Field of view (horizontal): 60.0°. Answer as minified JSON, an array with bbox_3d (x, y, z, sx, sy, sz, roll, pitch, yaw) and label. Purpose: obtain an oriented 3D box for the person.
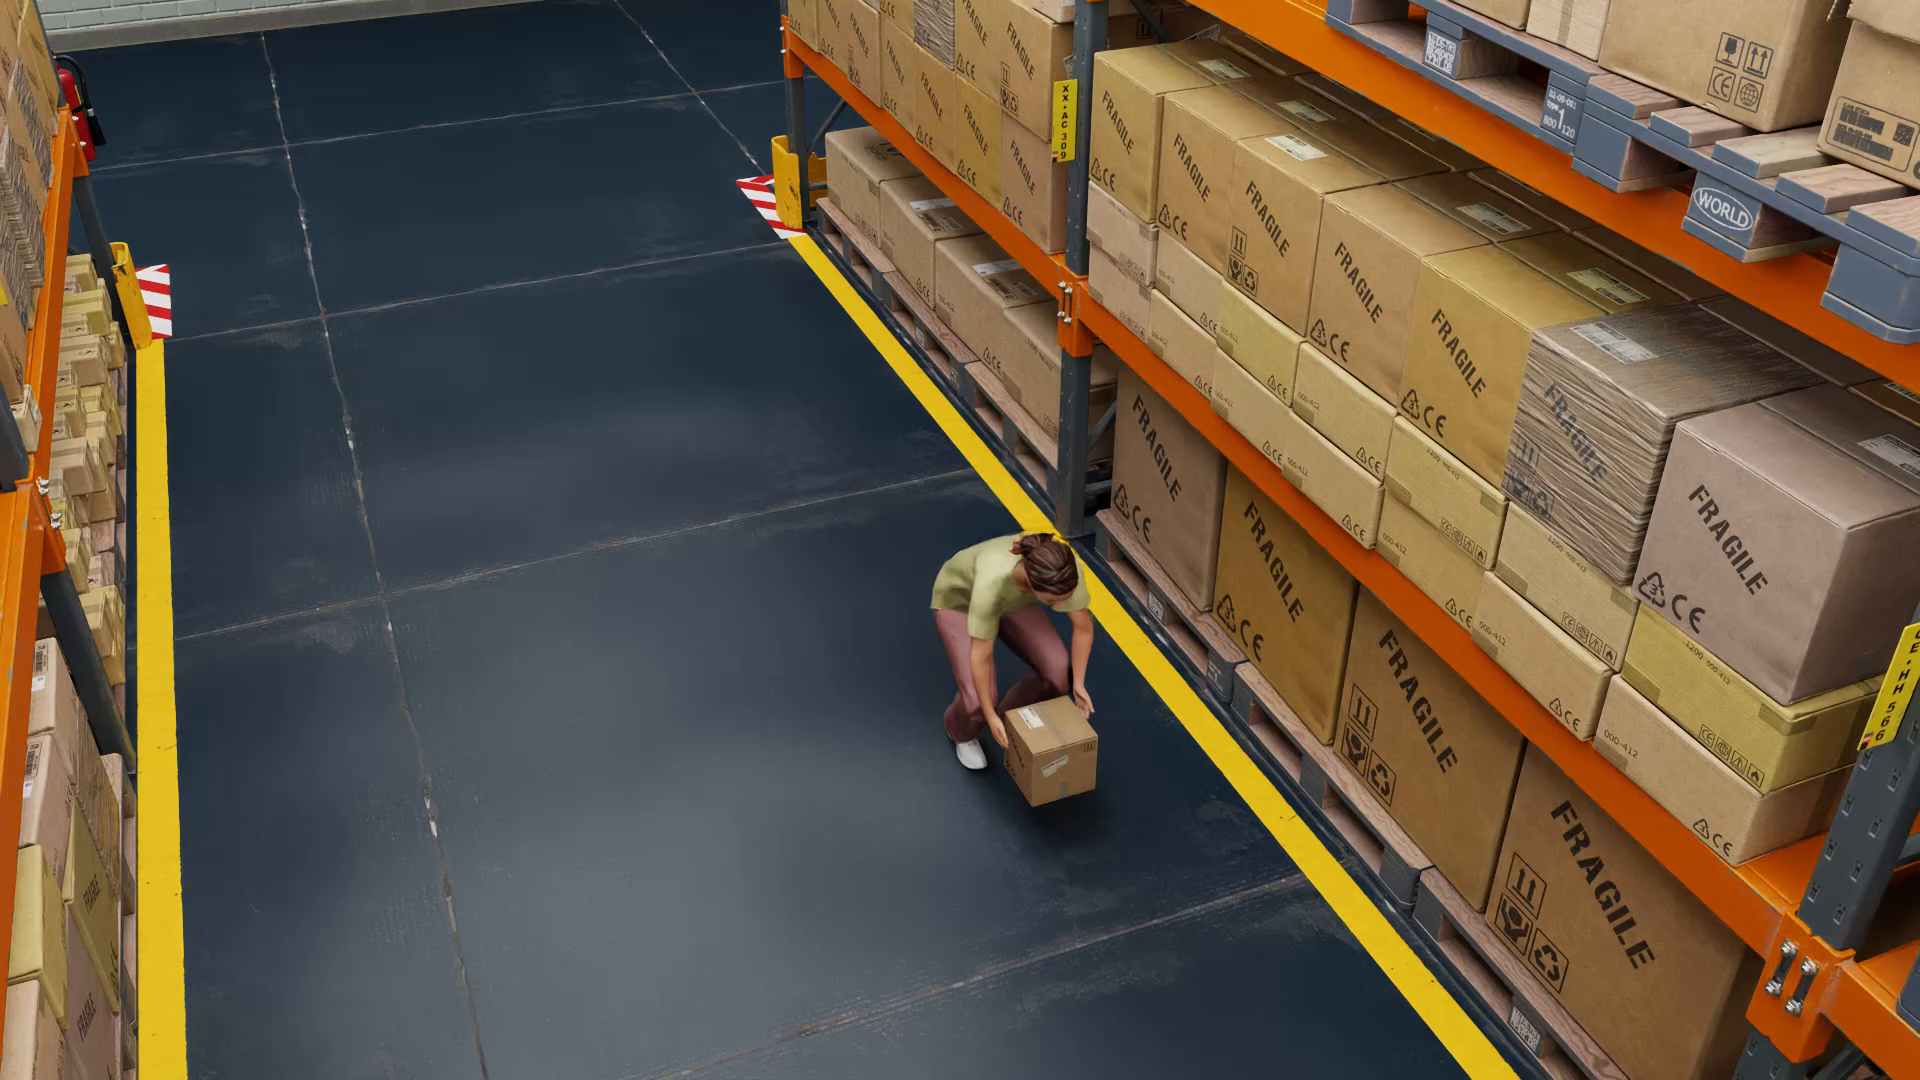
[{"bbox_3d":[0.197,0.352,6.121,0.504,1.116,0.747,-13,36,-19],"label":"person"}]
